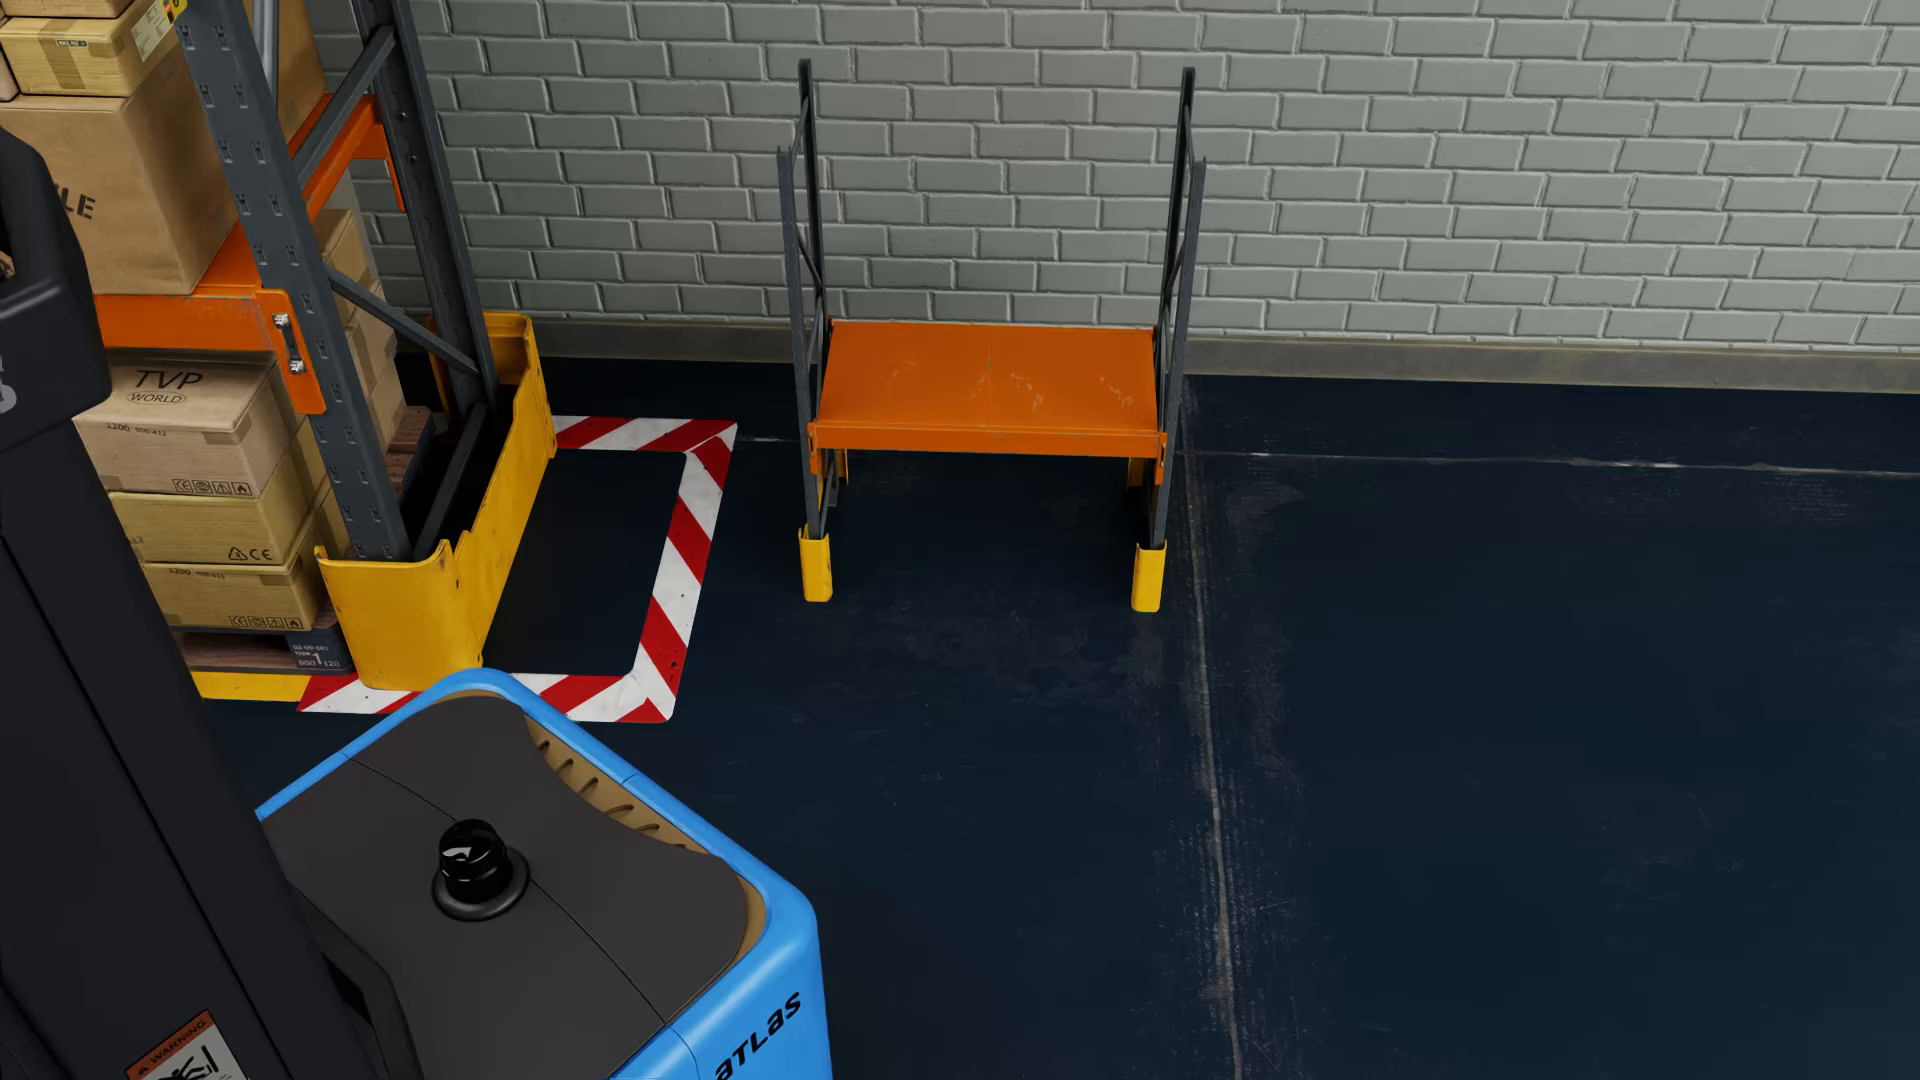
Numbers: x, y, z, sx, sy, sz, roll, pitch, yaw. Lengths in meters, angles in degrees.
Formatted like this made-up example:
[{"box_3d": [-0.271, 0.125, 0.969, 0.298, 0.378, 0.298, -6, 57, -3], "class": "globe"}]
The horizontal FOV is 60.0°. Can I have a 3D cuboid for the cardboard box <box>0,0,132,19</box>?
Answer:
[{"box_3d": [-1.940, -1.313, 3.691, 0.250, 0.149, 0.380, 2, 43, 2], "class": "cardboard box"}]

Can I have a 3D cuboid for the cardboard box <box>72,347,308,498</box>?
[{"box_3d": [-2.046, -0.378, 4.430, 0.500, 0.250, 0.500, 3, 43, 3], "class": "cardboard box"}]

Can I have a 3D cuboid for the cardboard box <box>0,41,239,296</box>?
[{"box_3d": [-2.076, -0.935, 3.980, 0.500, 0.500, 0.500, 1, 43, 1], "class": "cardboard box"}]

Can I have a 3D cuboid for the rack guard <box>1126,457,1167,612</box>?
[{"box_3d": [0.574, -0.074, 5.146, 0.087, 0.250, 0.587, 2, 43, 2], "class": "rack guard"}]

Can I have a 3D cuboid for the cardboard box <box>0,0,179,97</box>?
[{"box_3d": [-1.931, -1.156, 3.741, 0.250, 0.149, 0.380, 2, 43, 3], "class": "cardboard box"}]

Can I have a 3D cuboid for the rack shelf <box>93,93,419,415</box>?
[{"box_3d": [-3.570, -0.861, 4.501, 4.000, 0.370, 1.077, 2, 43, 2], "class": "rack shelf"}]

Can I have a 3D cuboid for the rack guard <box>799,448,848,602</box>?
[{"box_3d": [-0.421, -0.104, 5.179, 0.087, 0.250, 0.587, 2, 43, 2], "class": "rack guard"}]

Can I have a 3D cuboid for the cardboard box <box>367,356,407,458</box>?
[{"box_3d": [-2.054, -0.358, 5.143, 0.500, 0.250, 0.500, 2, 43, 2], "class": "cardboard box"}]

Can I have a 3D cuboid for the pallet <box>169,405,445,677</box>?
[{"box_3d": [-2.338, -0.037, 5.135, 1.213, 0.211, 1.003, 2, 43, 2], "class": "pallet"}]

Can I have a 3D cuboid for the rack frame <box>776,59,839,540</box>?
[{"box_3d": [-0.423, -0.562, 4.753, 0.032, 1.500, 0.500, 2, 43, 2], "class": "rack frame"}]

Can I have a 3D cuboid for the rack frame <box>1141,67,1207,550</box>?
[{"box_3d": [0.593, -0.531, 4.719, 0.032, 1.500, 0.500, 2, 43, 2], "class": "rack frame"}]

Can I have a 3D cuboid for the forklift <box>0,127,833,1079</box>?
[{"box_3d": [-1.573, 0.931, 2.101, 1.130, 2.935, 3.031, 30, 51, 28], "class": "forklift"}]

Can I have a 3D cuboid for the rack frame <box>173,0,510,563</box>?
[{"box_3d": [-1.572, -1.062, 4.190, 0.127, 3.000, 1.000, 2, 43, 2], "class": "rack frame"}]

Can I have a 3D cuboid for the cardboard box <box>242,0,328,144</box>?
[{"box_3d": [-2.055, -1.303, 4.375, 0.500, 0.500, 0.500, 3, 43, 3], "class": "cardboard box"}]

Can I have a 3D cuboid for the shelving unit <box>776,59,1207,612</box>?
[{"box_3d": [0.076, -0.546, 4.736, 1.083, 1.500, 0.587, 2, 43, 2], "class": "shelving unit"}]

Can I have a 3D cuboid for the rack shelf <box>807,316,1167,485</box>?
[{"box_3d": [0.085, -0.415, 4.859, 1.000, 0.185, 0.538, 2, 43, 2], "class": "rack shelf"}]

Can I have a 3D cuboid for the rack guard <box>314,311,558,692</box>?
[{"box_3d": [-1.548, -0.147, 5.041, 0.348, 0.500, 1.175, 2, 43, 2], "class": "rack guard"}]

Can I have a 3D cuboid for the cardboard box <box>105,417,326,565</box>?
[{"box_3d": [-2.073, -0.195, 4.601, 0.500, 0.250, 0.500, 1, 43, 1], "class": "cardboard box"}]

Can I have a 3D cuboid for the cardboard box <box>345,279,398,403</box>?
[{"box_3d": [-2.033, -0.549, 4.981, 0.500, 0.250, 0.500, 2, 43, 3], "class": "cardboard box"}]

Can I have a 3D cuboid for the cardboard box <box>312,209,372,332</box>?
[{"box_3d": [-2.044, -0.719, 4.797, 0.500, 0.250, 0.500, 1, 43, 1], "class": "cardboard box"}]

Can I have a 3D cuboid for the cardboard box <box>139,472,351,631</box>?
[{"box_3d": [-2.056, -0.009, 4.768, 0.500, 0.250, 0.500, 2, 43, 2], "class": "cardboard box"}]

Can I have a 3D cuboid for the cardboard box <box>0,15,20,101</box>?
[{"box_3d": [-2.188, -1.144, 3.728, 0.250, 0.149, 0.380, 2, 43, 3], "class": "cardboard box"}]

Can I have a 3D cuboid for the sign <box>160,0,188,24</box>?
[{"box_3d": [-1.611, -1.204, 3.318, 0.005, 0.325, 0.100, 2, 43, 2], "class": "sign"}]
